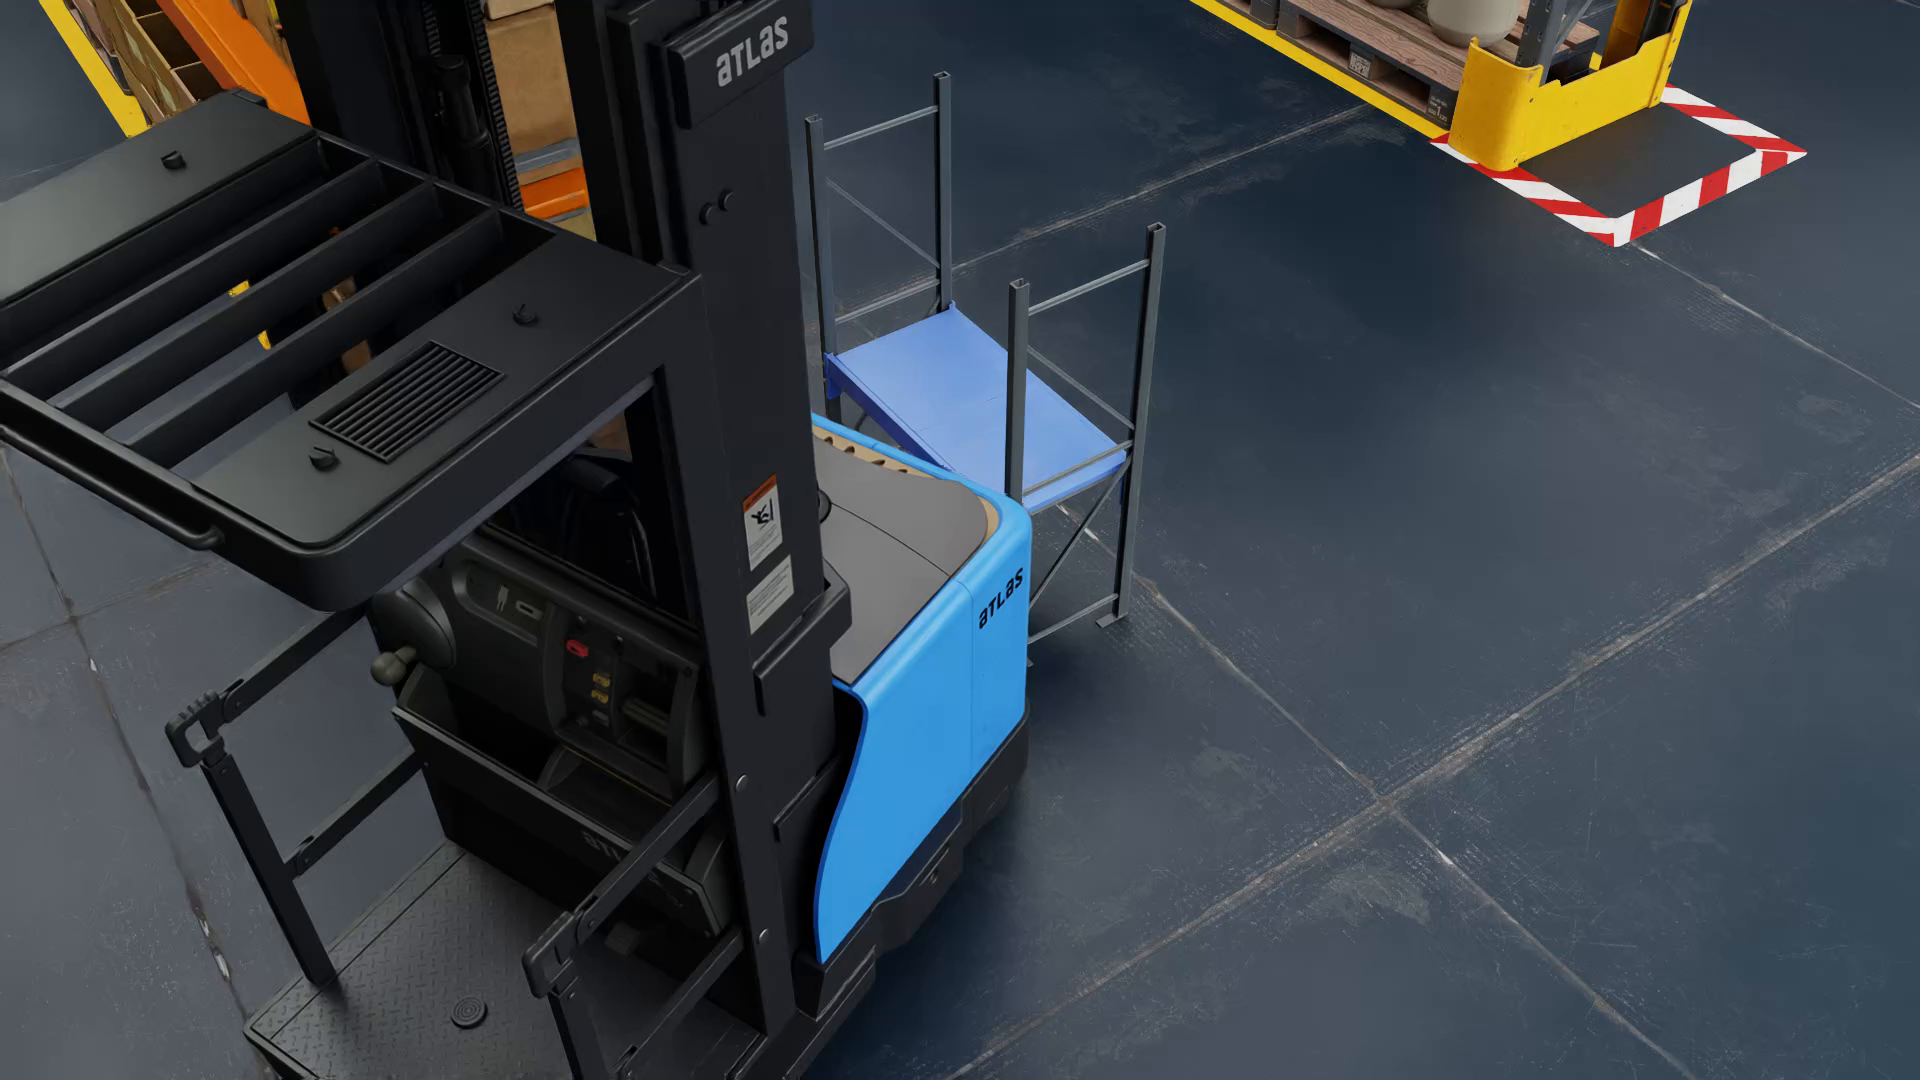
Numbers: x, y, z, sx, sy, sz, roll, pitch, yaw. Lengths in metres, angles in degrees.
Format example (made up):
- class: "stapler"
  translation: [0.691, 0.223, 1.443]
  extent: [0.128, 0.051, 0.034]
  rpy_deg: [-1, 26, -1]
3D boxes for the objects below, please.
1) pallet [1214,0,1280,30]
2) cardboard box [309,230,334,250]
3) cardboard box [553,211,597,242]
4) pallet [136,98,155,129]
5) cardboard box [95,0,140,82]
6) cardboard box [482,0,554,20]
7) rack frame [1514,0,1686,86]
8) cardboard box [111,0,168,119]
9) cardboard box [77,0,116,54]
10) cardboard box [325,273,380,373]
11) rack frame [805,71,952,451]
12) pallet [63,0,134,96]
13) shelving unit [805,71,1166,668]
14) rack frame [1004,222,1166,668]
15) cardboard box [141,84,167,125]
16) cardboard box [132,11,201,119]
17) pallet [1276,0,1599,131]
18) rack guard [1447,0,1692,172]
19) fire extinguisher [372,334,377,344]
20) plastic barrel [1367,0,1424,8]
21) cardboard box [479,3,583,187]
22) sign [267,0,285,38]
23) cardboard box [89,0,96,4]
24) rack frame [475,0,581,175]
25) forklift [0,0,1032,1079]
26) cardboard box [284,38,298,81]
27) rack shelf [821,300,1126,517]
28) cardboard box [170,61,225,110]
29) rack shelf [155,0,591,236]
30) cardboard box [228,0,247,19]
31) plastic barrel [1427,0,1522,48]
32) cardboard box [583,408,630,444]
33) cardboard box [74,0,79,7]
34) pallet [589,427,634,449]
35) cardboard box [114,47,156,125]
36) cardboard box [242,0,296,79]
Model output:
- class: "pallet"
  translation: [1.645, -3.198, 8.947]
  extent: [1.003, 0.211, 1.213]
  rpy_deg: [-26, 49, -24]
- class: "cardboard box"
  translation: [-2.319, -1.250, 6.032]
  extent: [0.500, 0.500, 0.500]
  rpy_deg: [-26, 49, -24]
- class: "cardboard box"
  translation: [-1.596, -1.178, 5.955]
  extent: [0.500, 0.500, 0.500]
  rpy_deg: [-26, 49, -24]
- class: "pallet"
  translation: [-3.051, -1.865, 7.551]
  extent: [1.003, 0.211, 1.213]
  rpy_deg: [-26, 49, -24]
- class: "cardboard box"
  translation: [-3.464, -2.383, 7.218]
  extent: [0.500, 0.500, 0.500]
  rpy_deg: [-26, 49, -24]
- class: "cardboard box"
  translation: [-1.232, -1.653, 4.767]
  extent: [0.380, 0.149, 0.250]
  rpy_deg: [-26, 49, -25]
- class: "rack frame"
  translation: [2.881, -3.030, 6.751]
  extent: [1.000, 3.000, 0.127]
  rpy_deg: [-26, 49, -24]
- class: "cardboard box"
  translation: [-3.171, -2.103, 6.924]
  extent: [0.500, 0.500, 0.500]
  rpy_deg: [-26, 49, -24]
- class: "cardboard box"
  translation: [-3.947, -2.618, 8.007]
  extent: [0.500, 0.250, 0.500]
  rpy_deg: [-26, 50, -25]
- class: "cardboard box"
  translation: [-1.735, -0.690, 5.444]
  extent: [0.500, 0.500, 0.500]
  rpy_deg: [-26, 49, -24]
- class: "rack frame"
  translation: [-0.242, -0.782, 5.483]
  extent: [0.500, 1.500, 0.032]
  rpy_deg: [-26, 49, -24]
- class: "pallet"
  translation: [-3.926, -2.734, 8.461]
  extent: [1.003, 0.211, 1.213]
  rpy_deg: [-26, 49, -24]
- class: "shelving unit"
  translation: [0.049, -0.494, 5.182]
  extent: [0.538, 1.500, 1.048]
  rpy_deg: [-26, 49, -24]
- class: "rack frame"
  translation: [0.340, -0.206, 4.880]
  extent: [0.500, 1.500, 0.032]
  rpy_deg: [-26, 49, -24]
- class: "cardboard box"
  translation: [-3.174, -1.830, 7.182]
  extent: [0.500, 0.250, 0.500]
  rpy_deg: [-26, 49, -24]
- class: "cardboard box"
  translation: [-2.891, -1.817, 6.625]
  extent: [0.500, 0.500, 0.500]
  rpy_deg: [-26, 49, -24]
- class: "pallet"
  translation: [2.339, -2.508, 8.224]
  extent: [1.003, 0.211, 1.213]
  rpy_deg: [-26, 49, -24]
- class: "rack guard"
  translation: [2.799, -2.150, 7.640]
  extent: [1.175, 0.500, 0.348]
  rpy_deg: [-26, 49, -24]
- class: "fire extinguisher"
  translation: [-1.497, -0.797, 4.468]
  extent: [0.296, 0.674, 0.183]
  rpy_deg: [-26, 49, -24]
- class: "plastic barrel"
  translation: [2.155, -2.908, 8.122]
  extent: [0.421, 0.512, 0.421]
  rpy_deg: [0, 44, 0]
- class: "cardboard box"
  translation: [-1.440, -1.381, 4.952]
  extent: [0.700, 0.500, 0.500]
  rpy_deg: [-26, 49, -24]
- class: "sign"
  translation: [-1.637, -1.373, 4.006]
  extent: [0.100, 0.325, 0.005]
  rpy_deg: [-26, 49, -24]
- class: "cardboard box"
  translation: [-3.939, -2.817, 7.809]
  extent: [0.500, 0.311, 0.500]
  rpy_deg: [-26, 49, -24]
- class: "rack frame"
  translation: [-1.184, -1.075, 4.704]
  extent: [1.000, 3.000, 0.127]
  rpy_deg: [-26, 49, -24]
- class: "forklift"
  translation: [-1.022, 0.303, 3.310]
  extent: [1.130, 2.935, 3.031]
  rpy_deg: [24, 49, 23]
- class: "cardboard box"
  translation: [-1.745, -1.676, 5.261]
  extent: [0.700, 0.500, 0.500]
  rpy_deg: [-24, 49, -23]
- class: "rack shelf"
  translation: [0.049, -0.364, 5.306]
  extent: [0.538, 0.185, 1.000]
  rpy_deg: [-26, 49, -24]
- class: "cardboard box"
  translation: [-2.604, -1.534, 6.329]
  extent: [0.500, 0.500, 0.500]
  rpy_deg: [-26, 49, -24]
- class: "rack shelf"
  translation: [-2.328, -1.948, 6.139]
  extent: [1.077, 0.370, 4.000]
  rpy_deg: [-26, 49, -24]
- class: "cardboard box"
  translation: [-2.328, -2.256, 5.869]
  extent: [0.700, 0.500, 0.500]
  rpy_deg: [-24, 49, -23]
- class: "plastic barrel"
  translation: [2.442, -2.624, 7.824]
  extent: [0.421, 0.512, 0.421]
  rpy_deg: [0, 44, 0]
- class: "cardboard box"
  translation: [-1.308, -0.624, 5.919]
  extent: [0.500, 0.250, 0.500]
  rpy_deg: [-26, 49, -24]
- class: "cardboard box"
  translation: [-4.235, -2.905, 8.308]
  extent: [0.500, 0.250, 0.500]
  rpy_deg: [-26, 50, -25]
- class: "pallet"
  translation: [-1.656, -0.483, 6.103]
  extent: [1.003, 0.211, 1.213]
  rpy_deg: [-26, 49, -24]
- class: "cardboard box"
  translation: [-3.455, -2.115, 7.481]
  extent: [0.500, 0.250, 0.500]
  rpy_deg: [-26, 49, -24]
- class: "cardboard box"
  translation: [-2.024, -1.960, 5.558]
  extent: [0.700, 0.500, 0.500]
  rpy_deg: [-25, 49, -24]
